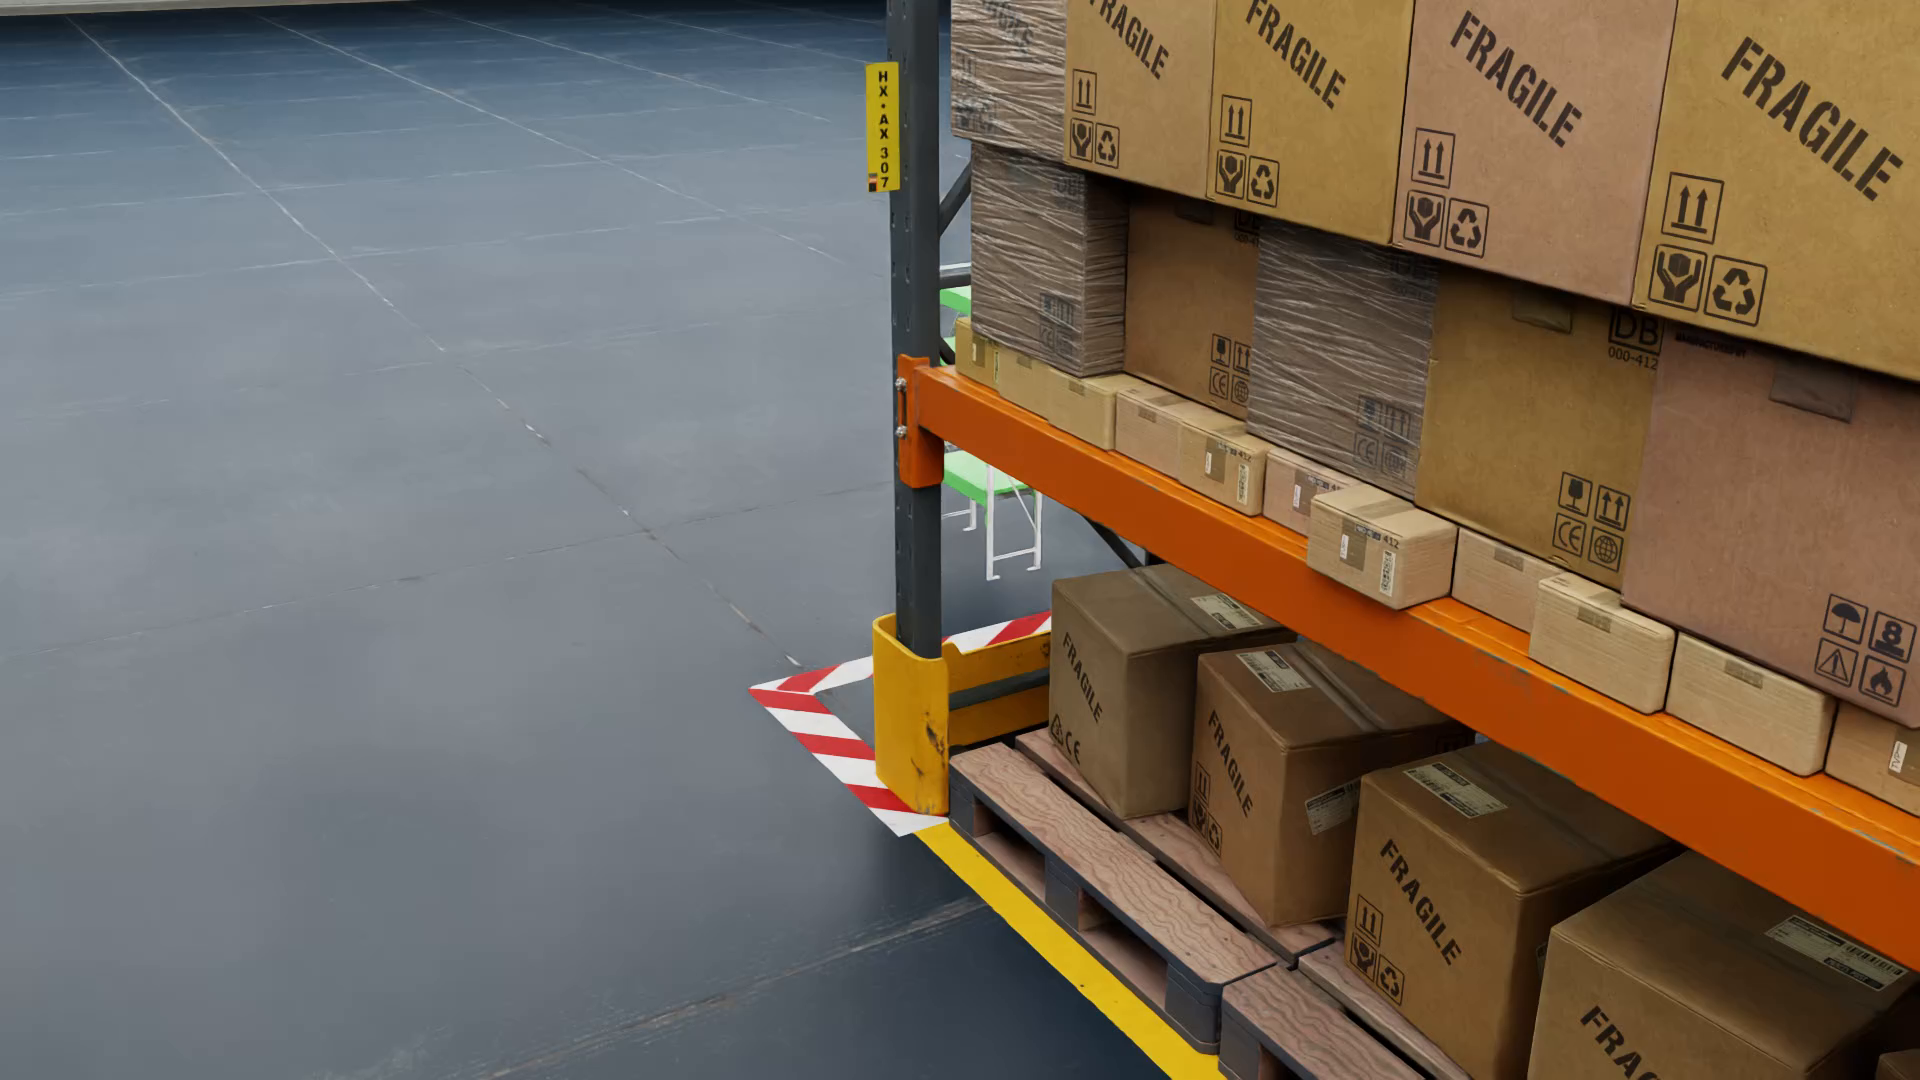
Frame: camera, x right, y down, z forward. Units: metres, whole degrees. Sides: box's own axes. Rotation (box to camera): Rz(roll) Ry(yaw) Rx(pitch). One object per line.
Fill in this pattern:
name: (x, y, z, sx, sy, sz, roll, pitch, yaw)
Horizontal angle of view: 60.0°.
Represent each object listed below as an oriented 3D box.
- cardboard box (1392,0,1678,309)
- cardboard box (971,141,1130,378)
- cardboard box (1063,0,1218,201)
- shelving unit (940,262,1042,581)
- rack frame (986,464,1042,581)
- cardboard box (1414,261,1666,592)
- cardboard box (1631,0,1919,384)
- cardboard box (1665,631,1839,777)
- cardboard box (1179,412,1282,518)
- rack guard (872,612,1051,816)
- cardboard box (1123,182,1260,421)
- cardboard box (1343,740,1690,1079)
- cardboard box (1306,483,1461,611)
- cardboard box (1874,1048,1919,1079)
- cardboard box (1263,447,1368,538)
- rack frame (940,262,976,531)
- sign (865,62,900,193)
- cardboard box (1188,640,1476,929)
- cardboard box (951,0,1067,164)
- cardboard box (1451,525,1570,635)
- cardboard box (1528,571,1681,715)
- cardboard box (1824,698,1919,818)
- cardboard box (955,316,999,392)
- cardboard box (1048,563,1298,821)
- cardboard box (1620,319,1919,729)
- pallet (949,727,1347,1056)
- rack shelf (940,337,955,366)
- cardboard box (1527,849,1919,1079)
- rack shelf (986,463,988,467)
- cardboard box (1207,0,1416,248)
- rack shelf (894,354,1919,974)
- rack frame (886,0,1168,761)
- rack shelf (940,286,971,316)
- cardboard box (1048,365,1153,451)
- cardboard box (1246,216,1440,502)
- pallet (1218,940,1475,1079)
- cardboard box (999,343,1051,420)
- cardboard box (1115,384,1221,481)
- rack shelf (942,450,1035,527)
cardboard box: (1.084, -0.703, 2.701, 0.500, 0.500, 0.500, -13, 25, -28)
cardboard box: (0.528, -0.772, 4.199, 0.875, 0.500, 0.500, -13, 25, -28)
cardboard box: (0.566, -1.025, 3.494, 0.500, 0.500, 0.500, -13, 25, -28)
shelving unit: (0.085, -0.502, 6.454, 0.258, 1.200, 0.503, -13, 25, -28)
rack frame: (0.209, -0.423, 6.259, 0.240, 1.200, 0.015, -13, 25, -28)
cardboard box: (1.350, -0.299, 3.035, 0.875, 0.500, 0.500, -13, 25, -28)
cardboard box: (1.336, -0.540, 2.301, 0.500, 0.500, 0.500, -13, 25, -28)
cardboard box: (1.355, 0.213, 2.638, 0.380, 0.149, 0.250, -13, 25, -28)
cardboard box: (0.704, -0.189, 3.627, 0.380, 0.149, 0.250, -13, 25, -28)
rack guard: (0.309, 0.411, 5.135, 1.175, 0.500, 0.348, -13, 25, -28)
cardboard box: (0.886, -0.633, 3.858, 0.875, 0.500, 0.500, -13, 25, -28)
cardboard box: (1.213, 0.791, 3.644, 0.500, 0.500, 0.500, -10, 24, -23)
cardboard box: (0.894, -0.012, 3.192, 0.380, 0.149, 0.250, -13, 25, -28)
cardboard box: (1.845, 1.166, 2.721, 0.500, 0.500, 0.500, -5, 23, -11)
cardboard box: (0.855, -0.113, 3.440, 0.380, 0.149, 0.250, -13, 25, -28)
rack frame: (-0.040, -0.581, 6.648, 0.240, 1.200, 0.015, -13, 25, -28)
sign: (-0.196, -1.068, 4.305, 0.100, 0.325, 0.005, -13, 25, -28)
cardboard box: (0.910, 0.585, 4.152, 0.500, 0.500, 0.500, -6, 23, -14)
cardboard box: (0.317, -1.188, 3.895, 0.500, 0.500, 0.500, -13, 25, -28)
cardboard box: (1.136, 0.043, 3.056, 0.380, 0.149, 0.250, -13, 25, -28)
cardboard box: (1.198, 0.139, 2.820, 0.380, 0.149, 0.250, -13, 25, -28)
cardboard box: (1.518, 0.286, 2.458, 0.380, 0.149, 0.250, -13, 25, -28)
cardboard box: (0.211, -0.517, 4.433, 0.380, 0.149, 0.250, -13, 25, -28)
cardboard box: (0.575, 0.398, 4.612, 0.500, 0.500, 0.500, -8, 23, -18)
cardboard box: (1.570, -0.129, 2.618, 0.875, 0.500, 0.500, -13, 25, -28)
pallet: (0.694, 0.815, 4.526, 1.003, 0.211, 1.213, -13, 25, -28)
rack shelf: (0.085, -0.665, 6.387, 0.258, 0.148, 0.480, -13, 25, -28)
cardboard box: (1.460, 0.980, 3.178, 0.500, 0.500, 0.500, -15, 27, -33)
rack shelf: (0.085, -0.443, 6.478, 0.258, 0.148, 0.480, -13, 25, -28)
cardboard box: (0.823, -0.863, 3.096, 0.500, 0.500, 0.500, -13, 25, -28)
rack shelf: (1.292, 0.210, 3.268, 1.077, 0.370, 4.000, -13, 25, -28)
rack frame: (0.270, -0.771, 4.725, 1.000, 3.000, 0.127, -13, 25, -28)
rack shelf: (0.085, -0.888, 6.297, 0.258, 0.148, 0.480, -13, 25, -28)
cardboard box: (0.437, -0.348, 4.018, 0.380, 0.149, 0.250, -13, 25, -28)
cardboard box: (1.105, -0.463, 3.439, 0.875, 0.500, 0.500, -13, 25, -28)
pallet: (1.313, 1.209, 3.555, 1.003, 0.211, 1.213, -13, 25, -28)
cardboard box: (0.322, -0.432, 4.224, 0.380, 0.149, 0.250, -13, 25, -28)
cardboard box: (0.583, -0.271, 3.829, 0.380, 0.149, 0.250, -13, 25, -28)
rack shelf: (0.085, -0.221, 6.568, 0.258, 0.148, 0.480, -13, 25, -28)
